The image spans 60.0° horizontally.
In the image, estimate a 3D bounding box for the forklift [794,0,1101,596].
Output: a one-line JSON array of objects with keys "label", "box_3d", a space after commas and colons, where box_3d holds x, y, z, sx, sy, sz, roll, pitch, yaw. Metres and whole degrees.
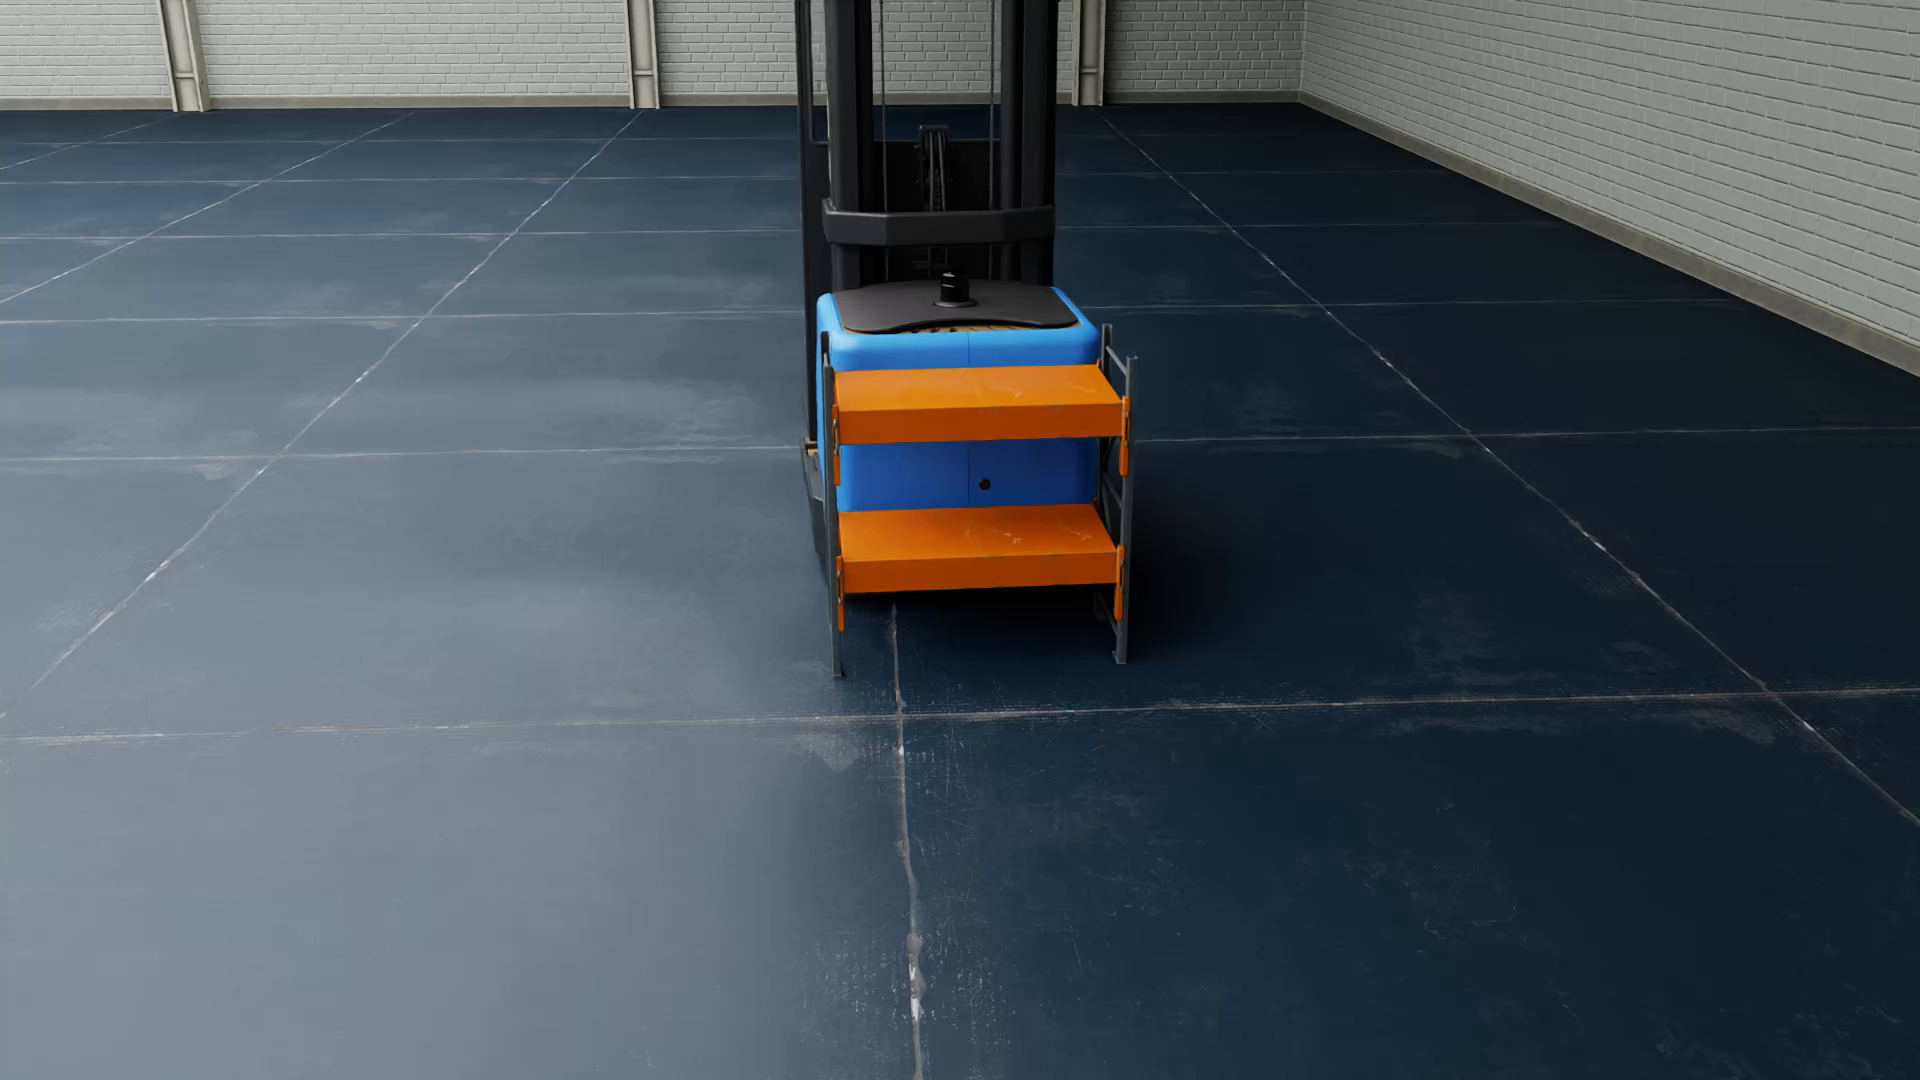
[{"label": "forklift", "box_3d": [-0.173, -1.640, 7.310, 1.130, 2.935, 3.031, -3, 21, -7]}]

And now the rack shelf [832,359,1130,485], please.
[{"label": "rack shelf", "box_3d": [0.049, -0.422, 5.827, 1.000, 0.278, 0.538, -2, 21, -5]}]

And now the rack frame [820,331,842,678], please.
[{"label": "rack frame", "box_3d": [-0.457, -0.130, 5.883, 0.032, 1.125, 0.500, -2, 21, -5]}]

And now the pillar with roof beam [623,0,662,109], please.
[{"label": "pillar with roof beam", "box_3d": [-3.999, -8.533, 16.886, 0.400, 9.000, 9.100, -1, 21, -3]}]

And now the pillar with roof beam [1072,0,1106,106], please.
[{"label": "pillar with roof beam", "box_3d": [1.992, -8.655, 17.207, 0.400, 9.000, 9.100, -1, 21, -3]}]

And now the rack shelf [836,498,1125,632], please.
[{"label": "rack shelf", "box_3d": [0.049, 0.080, 6.018, 1.000, 0.278, 0.538, -2, 21, -5]}]

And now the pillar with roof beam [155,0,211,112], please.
[{"label": "pillar with roof beam", "box_3d": [-9.989, -8.411, 16.566, 0.400, 9.000, 9.100, -1, 21, -3]}]

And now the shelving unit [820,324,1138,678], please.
[{"label": "shelving unit", "box_3d": [0.049, -0.149, 5.931, 1.048, 1.125, 0.538, -2, 21, -5]}]

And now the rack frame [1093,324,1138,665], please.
[{"label": "rack frame", "box_3d": [0.555, -0.167, 5.979, 0.032, 1.125, 0.500, -2, 21, -5]}]
